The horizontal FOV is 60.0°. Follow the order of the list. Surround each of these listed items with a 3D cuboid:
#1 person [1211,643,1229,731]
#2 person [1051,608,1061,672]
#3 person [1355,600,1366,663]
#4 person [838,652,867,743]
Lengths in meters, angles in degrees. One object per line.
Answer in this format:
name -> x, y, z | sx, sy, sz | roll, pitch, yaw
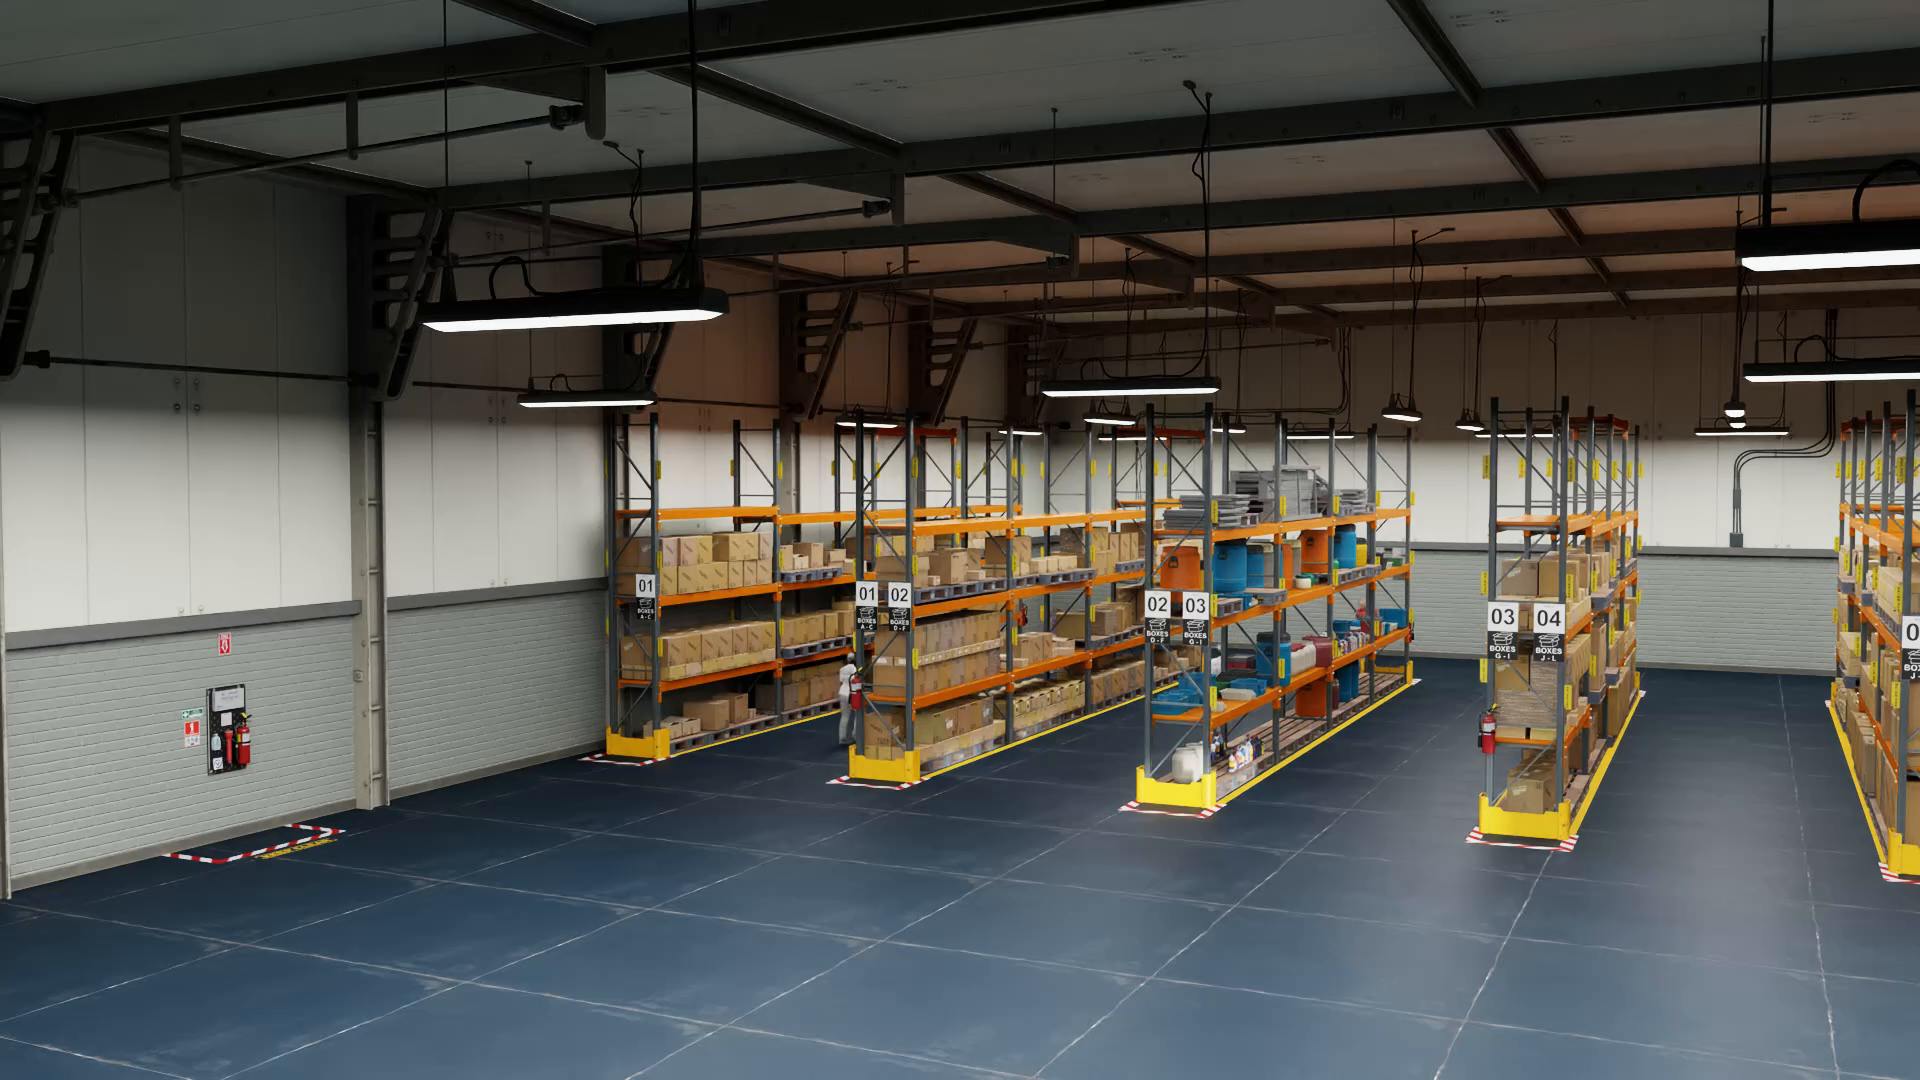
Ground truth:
person -> 4.998, 2.851, 31.802 | 0.478, 1.725, 0.592 | 1, 2, 15
person -> 2.408, 2.474, 41.094 | 0.453, 1.592, 0.447 | 2, 3, 44
person -> 10.278, 2.367, 42.396 | 0.550, 1.659, 1.084 | 1, 3, 28
person -> -2.011, 2.898, 30.435 | 0.514, 1.673, 0.511 | 2, 3, 34
